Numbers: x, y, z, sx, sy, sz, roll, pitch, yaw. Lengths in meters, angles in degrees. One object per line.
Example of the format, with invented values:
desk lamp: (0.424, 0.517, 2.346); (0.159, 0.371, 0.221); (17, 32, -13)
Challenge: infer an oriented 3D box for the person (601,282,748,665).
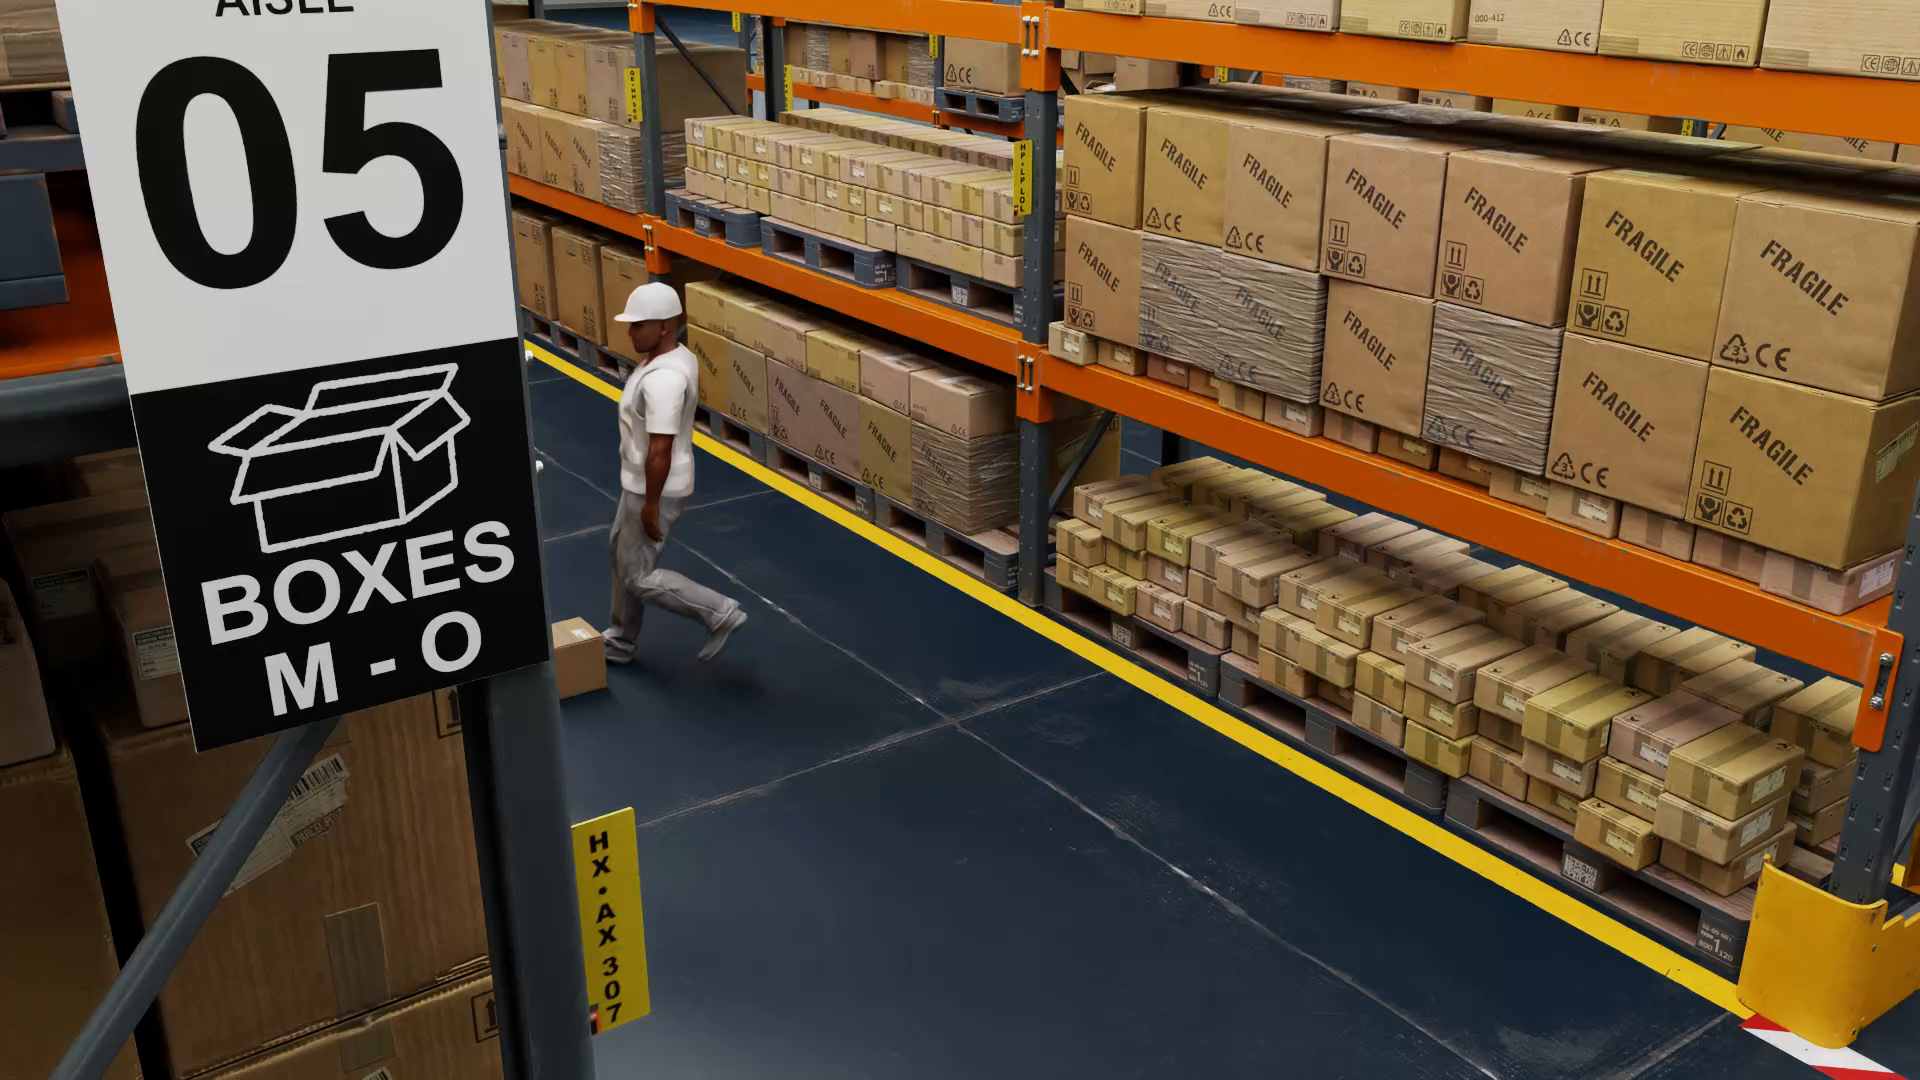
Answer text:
person: (-1.366, -0.243, 7.214); (0.831, 1.741, 0.598); (-2, 21, -6)
